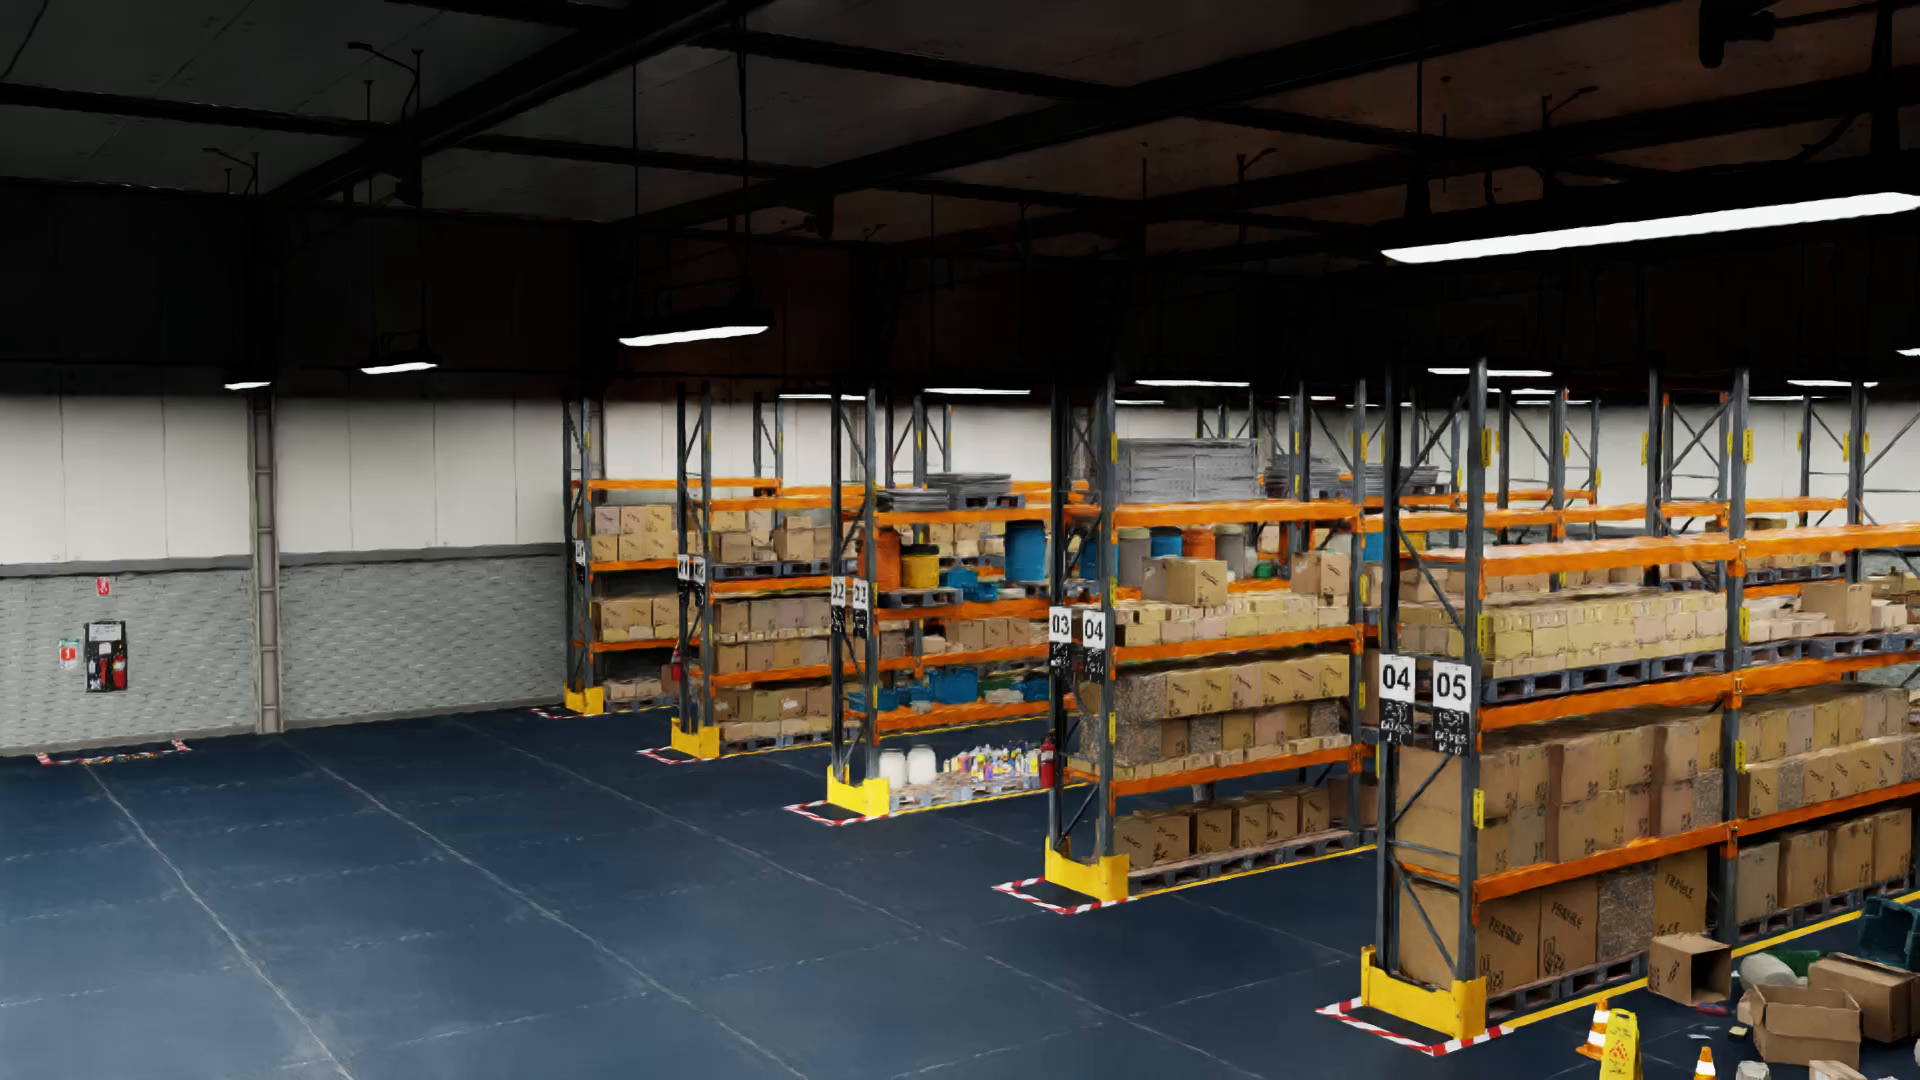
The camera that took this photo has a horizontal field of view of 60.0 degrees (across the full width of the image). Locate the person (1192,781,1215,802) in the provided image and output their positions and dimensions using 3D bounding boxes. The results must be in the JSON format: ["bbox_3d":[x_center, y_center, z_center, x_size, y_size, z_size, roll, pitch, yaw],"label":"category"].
[{"bbox_3d":[3.185,2.918,21.784,0.591,1.663,0.561,-1,4,-15],"label":"person"}]
